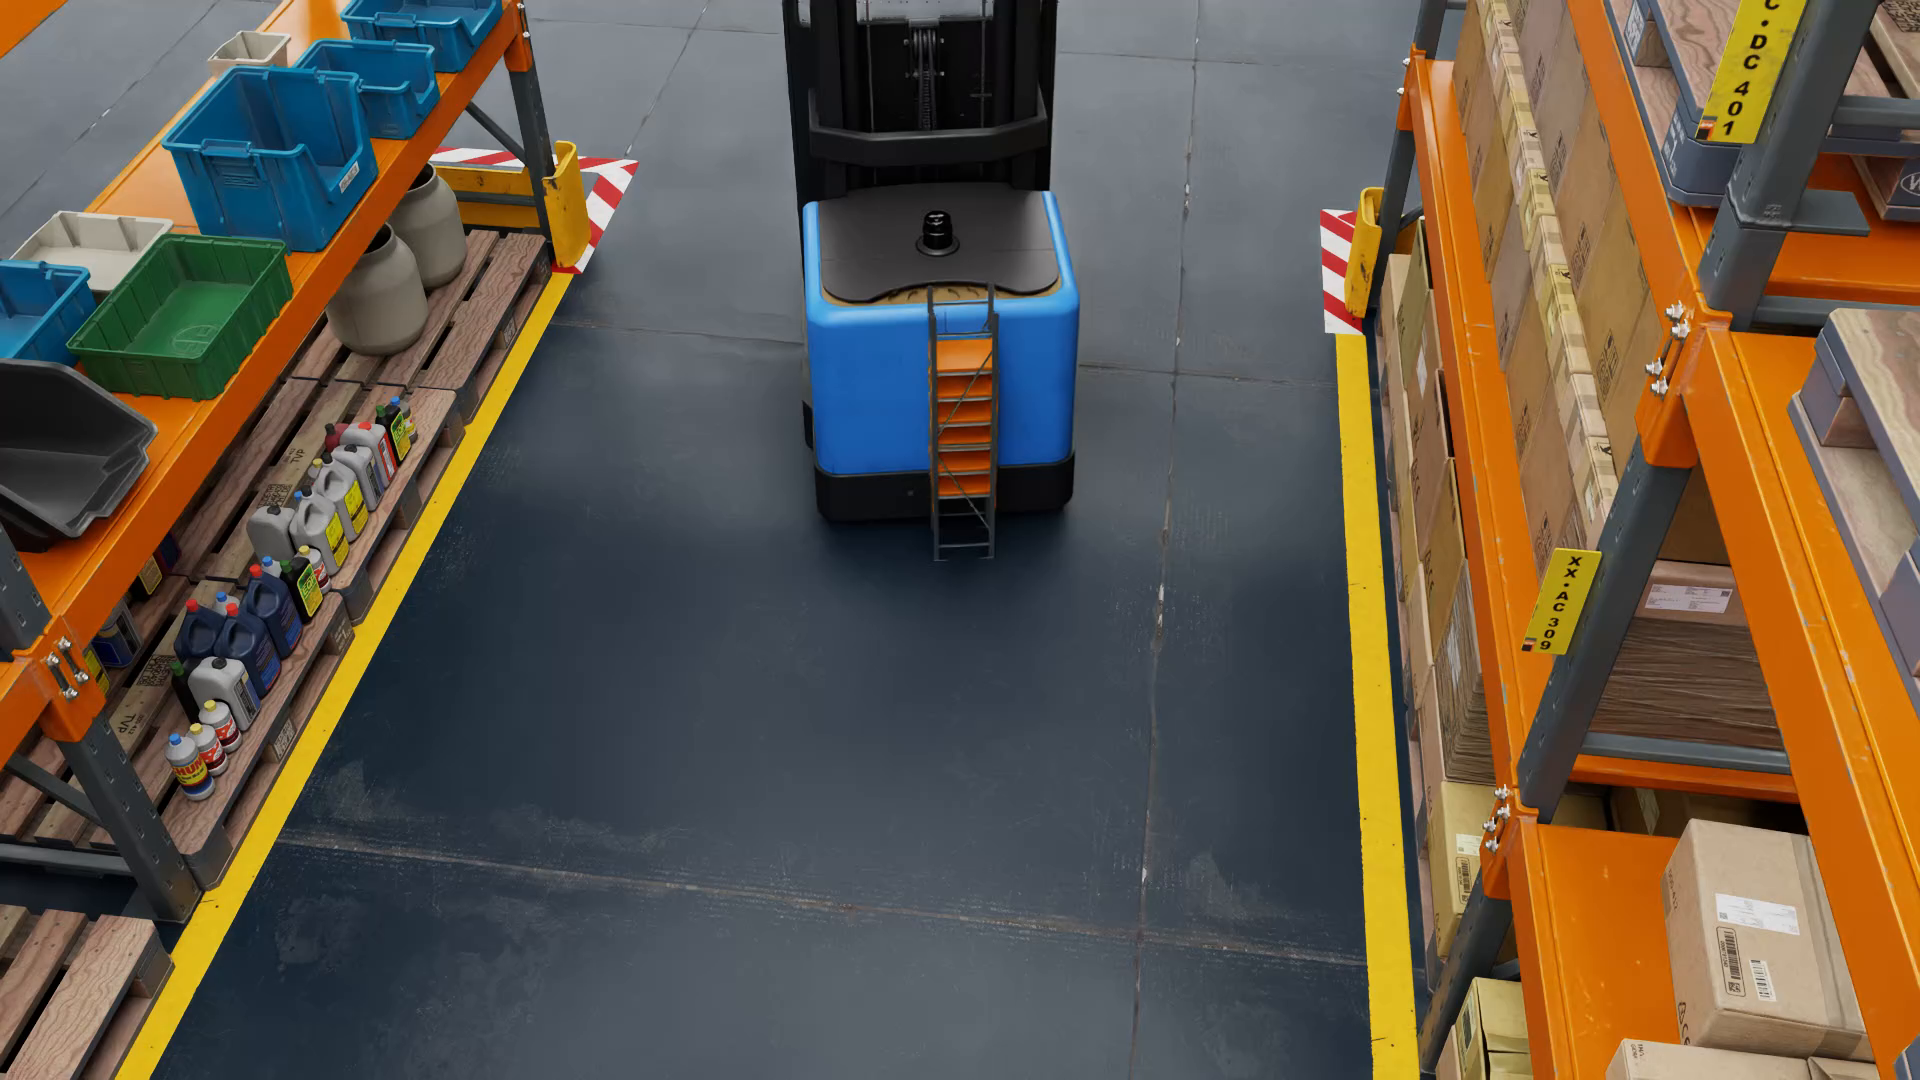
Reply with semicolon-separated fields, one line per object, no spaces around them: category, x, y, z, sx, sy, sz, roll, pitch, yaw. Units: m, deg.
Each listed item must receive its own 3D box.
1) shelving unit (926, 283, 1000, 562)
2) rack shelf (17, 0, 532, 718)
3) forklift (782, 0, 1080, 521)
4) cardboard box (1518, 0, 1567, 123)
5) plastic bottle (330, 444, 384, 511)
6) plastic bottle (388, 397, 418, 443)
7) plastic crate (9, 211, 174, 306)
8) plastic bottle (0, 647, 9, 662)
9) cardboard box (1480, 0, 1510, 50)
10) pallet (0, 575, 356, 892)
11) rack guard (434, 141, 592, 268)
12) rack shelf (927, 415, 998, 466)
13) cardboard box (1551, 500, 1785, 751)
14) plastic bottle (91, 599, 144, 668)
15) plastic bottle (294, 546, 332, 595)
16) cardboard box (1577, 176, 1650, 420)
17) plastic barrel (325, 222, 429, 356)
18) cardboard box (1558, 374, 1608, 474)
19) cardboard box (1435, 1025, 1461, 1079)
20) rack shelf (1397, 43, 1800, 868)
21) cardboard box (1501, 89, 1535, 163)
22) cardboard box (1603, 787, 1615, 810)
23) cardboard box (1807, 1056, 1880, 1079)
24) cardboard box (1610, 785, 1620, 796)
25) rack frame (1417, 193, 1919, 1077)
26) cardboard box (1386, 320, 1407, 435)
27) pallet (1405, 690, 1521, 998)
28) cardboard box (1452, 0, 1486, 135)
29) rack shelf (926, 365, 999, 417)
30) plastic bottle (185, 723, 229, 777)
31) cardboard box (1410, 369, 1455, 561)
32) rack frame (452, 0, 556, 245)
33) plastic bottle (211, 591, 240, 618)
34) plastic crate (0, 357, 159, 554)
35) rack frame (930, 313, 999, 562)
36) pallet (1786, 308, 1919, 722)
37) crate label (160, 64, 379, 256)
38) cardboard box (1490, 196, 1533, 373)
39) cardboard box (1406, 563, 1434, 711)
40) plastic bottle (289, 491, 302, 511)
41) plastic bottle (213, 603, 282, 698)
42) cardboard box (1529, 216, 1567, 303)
shelving unit;0.009;-0.418;6.319;0.258;1.200;0.189;-3;44;-3
rack shelf;-2.748;-1.021;6.170;1.077;0.370;4.000;5;44;6
forklift;-0.181;-2.149;6.888;1.130;2.935;3.031;-3;44;-4
cardboard box;2.215;-1.644;5.289;0.700;0.500;0.500;5;44;6
plastic bottle;-2.370;-0.261;6.505;0.152;0.276;0.135;4;44;4
plastic bottle;-2.291;-0.497;6.809;0.097;0.201;0.097;0;43;0
plastic crate;-3.048;-0.953;5.767;0.530;0.136;0.437;5;44;6
plastic bottle;-3.212;0.418;5.734;0.144;0.351;0.185;4;44;4
cardboard box;2.094;-1.866;5.995;0.380;0.149;0.250;5;44;6
pallet;-2.882;0.639;5.921;1.003;0.211;1.213;5;44;6
rack guard;-2.447;-1.682;8.162;1.175;0.500;0.348;5;44;6
rack shelf;0.009;-0.386;6.350;0.258;0.103;0.180;-3;44;-3
cardboard box;1.950;0.194;4.290;0.700;0.500;0.500;4;44;4
plastic bottle;-3.037;0.310;5.901;0.152;0.276;0.135;5;44;6
plastic bottle;-2.408;0.105;6.172;0.097;0.201;0.097;0;43;0
cardboard box;2.015;-0.621;4.208;0.700;0.500;0.500;5;44;5
plastic barrel;-2.561;-1.097;7.231;0.421;0.512;0.421;0;43;0
cardboard box;1.788;-0.290;4.330;0.380;0.149;0.250;4;44;4
cardboard box;1.599;1.632;4.539;0.500;0.250;0.500;4;44;5
rack shelf;2.162;-0.568;5.692;1.077;0.370;4.000;5;44;6
cardboard box;1.993;-1.339;5.438;0.380;0.149;0.250;5;44;5
cardboard box;2.330;0.751;5.470;0.500;0.250;0.500;5;44;6
cardboard box;1.963;1.198;3.401;0.396;0.266;0.258;4;44;4
cardboard box;2.327;0.478;5.212;0.500;0.500;0.500;5;44;6
rack frame;1.897;0.534;4.005;1.000;3.000;0.127;5;44;6
cardboard box;2.072;-0.660;6.960;0.500;0.250;0.500;5;44;6
pallet;2.044;1.008;5.532;1.003;0.211;1.213;5;44;6
cardboard box;2.352;-1.912;6.515;0.700;0.500;0.500;5;44;6
rack shelf;0.009;-0.560;6.185;0.258;0.103;0.180;-3;44;-3
plastic bottle;-2.522;0.691;5.554;0.097;0.201;0.097;0;43;0
cardboard box;1.934;-0.252;5.983;0.500;0.500;0.500;5;44;6
rack frame;-2.483;-2.645;7.362;1.000;3.000;0.127;5;44;6
plastic bottle;-2.594;0.290;5.927;0.097;0.271;0.097;0;43;0
plastic crate;-2.817;-0.242;4.869;0.767;0.338;0.504;5;44;6
rack frame;0.016;-0.356;6.253;0.240;1.200;0.006;-3;44;-3
pallet;1.794;0.116;2.403;0.805;0.209;1.217;4;44;4
crate label;-2.458;-1.379;5.999;0.502;0.435;0.616;5;44;6
cardboard box;2.150;-0.857;5.400;0.700;0.500;0.500;6;44;7
cardboard box;1.870;0.362;5.881;0.500;0.250;0.500;5;44;6
plastic bottle;-2.514;-0.102;6.391;0.097;0.201;0.097;0;43;0
plastic bottle;-2.494;0.370;5.784;0.144;0.351;0.185;6;44;7
cardboard box;1.890;-0.808;4.878;0.380;0.149;0.250;6;44;7
